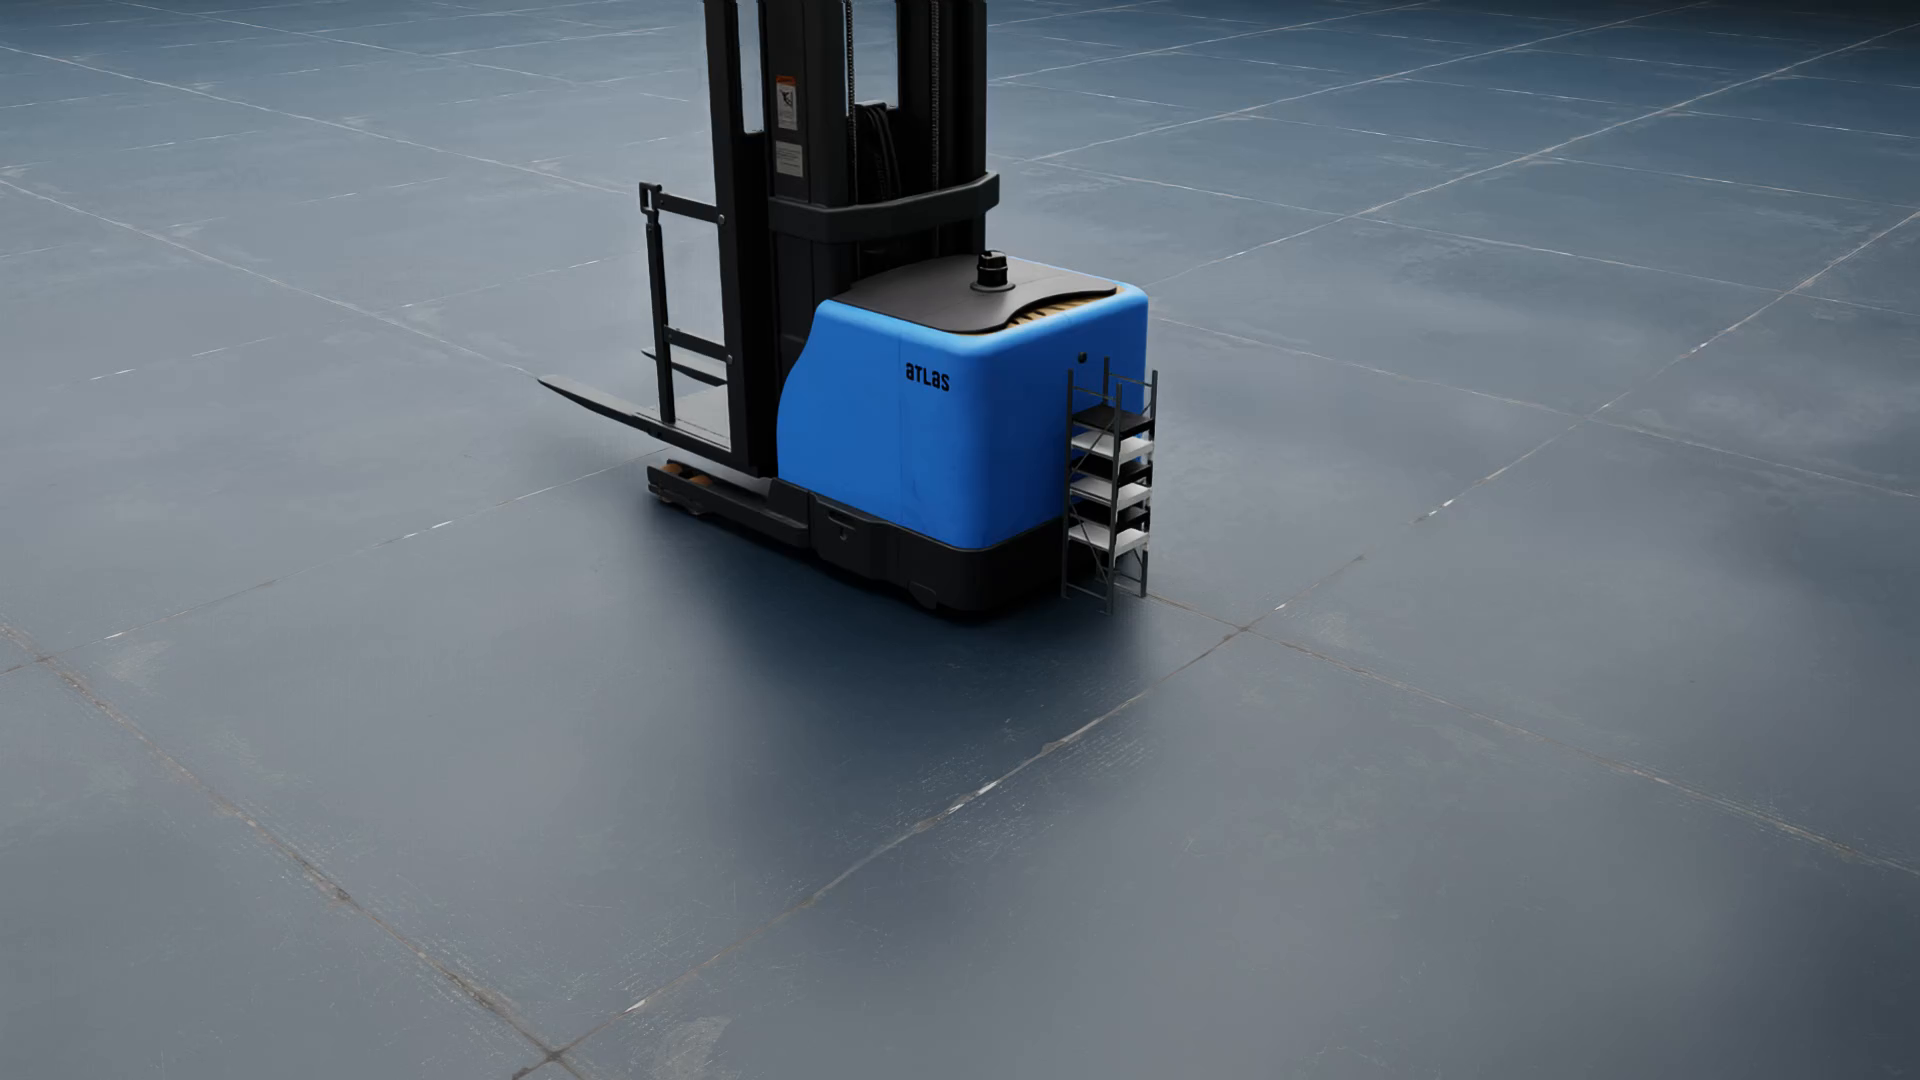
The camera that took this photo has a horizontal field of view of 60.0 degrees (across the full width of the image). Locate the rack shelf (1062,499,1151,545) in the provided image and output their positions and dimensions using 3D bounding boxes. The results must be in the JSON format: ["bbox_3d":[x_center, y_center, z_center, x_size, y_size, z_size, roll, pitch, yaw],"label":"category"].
[{"bbox_3d":[0.540,-0.081,6.131,0.258,0.077,0.200,21,32,39],"label":"rack shelf"}]

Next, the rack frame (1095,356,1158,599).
[{"bbox_3d":[0.611,-0.224,6.147,0.240,0.900,0.006,21,32,39],"label":"rack frame"}]

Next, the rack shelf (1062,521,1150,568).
[{"bbox_3d":[0.540,0.001,6.168,0.258,0.077,0.200,21,32,39],"label":"rack shelf"}]

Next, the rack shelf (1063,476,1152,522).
[{"bbox_3d":[0.541,-0.163,6.094,0.258,0.077,0.200,21,32,39],"label":"rack shelf"}]

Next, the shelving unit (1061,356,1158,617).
[{"bbox_3d":[0.541,-0.193,6.080,0.258,0.900,0.210,21,32,39],"label":"shelving unit"}]

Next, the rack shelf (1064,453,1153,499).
[{"bbox_3d":[0.541,-0.245,6.057,0.258,0.077,0.200,21,32,39],"label":"rack shelf"}]

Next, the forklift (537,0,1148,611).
[{"bbox_3d":[-0.691,-1.578,6.686,3.031,2.935,1.130,21,32,39],"label":"forklift"}]

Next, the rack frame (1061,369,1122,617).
[{"bbox_3d":[0.471,-0.163,6.013,0.240,0.900,0.006,21,32,39],"label":"rack frame"}]

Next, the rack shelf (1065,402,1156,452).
[{"bbox_3d":[0.541,-0.409,5.983,0.258,0.077,0.200,21,32,39],"label":"rack shelf"}]

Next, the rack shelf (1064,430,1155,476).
[{"bbox_3d":[0.541,-0.327,6.020,0.258,0.077,0.200,21,32,39],"label":"rack shelf"}]
